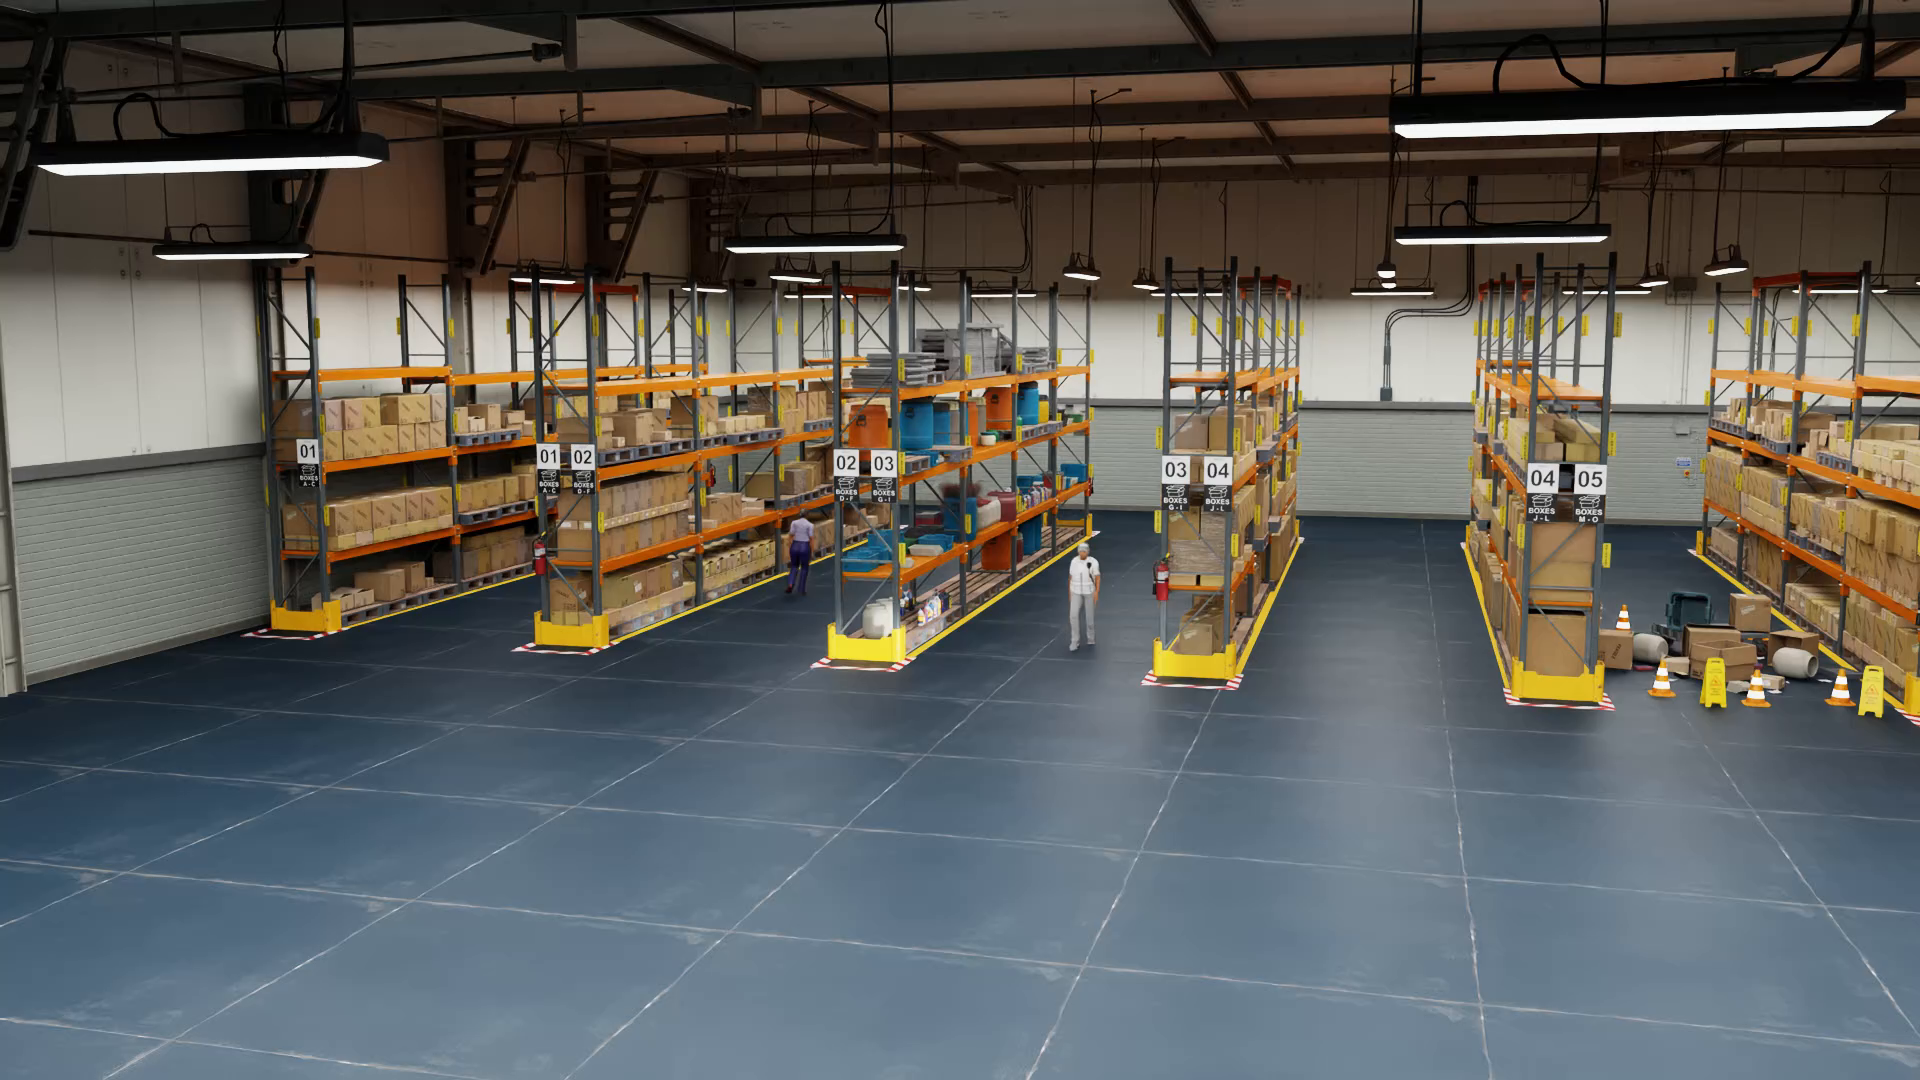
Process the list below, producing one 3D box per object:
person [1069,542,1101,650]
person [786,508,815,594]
[{"bbox_3d":[1.951,0.868,26.238,0.534,1.685,0.644,2,8,15],"label":"person"},{"bbox_3d":[-3.006,0.208,31.385,0.586,1.657,0.398,2,8,18],"label":"person"}]
